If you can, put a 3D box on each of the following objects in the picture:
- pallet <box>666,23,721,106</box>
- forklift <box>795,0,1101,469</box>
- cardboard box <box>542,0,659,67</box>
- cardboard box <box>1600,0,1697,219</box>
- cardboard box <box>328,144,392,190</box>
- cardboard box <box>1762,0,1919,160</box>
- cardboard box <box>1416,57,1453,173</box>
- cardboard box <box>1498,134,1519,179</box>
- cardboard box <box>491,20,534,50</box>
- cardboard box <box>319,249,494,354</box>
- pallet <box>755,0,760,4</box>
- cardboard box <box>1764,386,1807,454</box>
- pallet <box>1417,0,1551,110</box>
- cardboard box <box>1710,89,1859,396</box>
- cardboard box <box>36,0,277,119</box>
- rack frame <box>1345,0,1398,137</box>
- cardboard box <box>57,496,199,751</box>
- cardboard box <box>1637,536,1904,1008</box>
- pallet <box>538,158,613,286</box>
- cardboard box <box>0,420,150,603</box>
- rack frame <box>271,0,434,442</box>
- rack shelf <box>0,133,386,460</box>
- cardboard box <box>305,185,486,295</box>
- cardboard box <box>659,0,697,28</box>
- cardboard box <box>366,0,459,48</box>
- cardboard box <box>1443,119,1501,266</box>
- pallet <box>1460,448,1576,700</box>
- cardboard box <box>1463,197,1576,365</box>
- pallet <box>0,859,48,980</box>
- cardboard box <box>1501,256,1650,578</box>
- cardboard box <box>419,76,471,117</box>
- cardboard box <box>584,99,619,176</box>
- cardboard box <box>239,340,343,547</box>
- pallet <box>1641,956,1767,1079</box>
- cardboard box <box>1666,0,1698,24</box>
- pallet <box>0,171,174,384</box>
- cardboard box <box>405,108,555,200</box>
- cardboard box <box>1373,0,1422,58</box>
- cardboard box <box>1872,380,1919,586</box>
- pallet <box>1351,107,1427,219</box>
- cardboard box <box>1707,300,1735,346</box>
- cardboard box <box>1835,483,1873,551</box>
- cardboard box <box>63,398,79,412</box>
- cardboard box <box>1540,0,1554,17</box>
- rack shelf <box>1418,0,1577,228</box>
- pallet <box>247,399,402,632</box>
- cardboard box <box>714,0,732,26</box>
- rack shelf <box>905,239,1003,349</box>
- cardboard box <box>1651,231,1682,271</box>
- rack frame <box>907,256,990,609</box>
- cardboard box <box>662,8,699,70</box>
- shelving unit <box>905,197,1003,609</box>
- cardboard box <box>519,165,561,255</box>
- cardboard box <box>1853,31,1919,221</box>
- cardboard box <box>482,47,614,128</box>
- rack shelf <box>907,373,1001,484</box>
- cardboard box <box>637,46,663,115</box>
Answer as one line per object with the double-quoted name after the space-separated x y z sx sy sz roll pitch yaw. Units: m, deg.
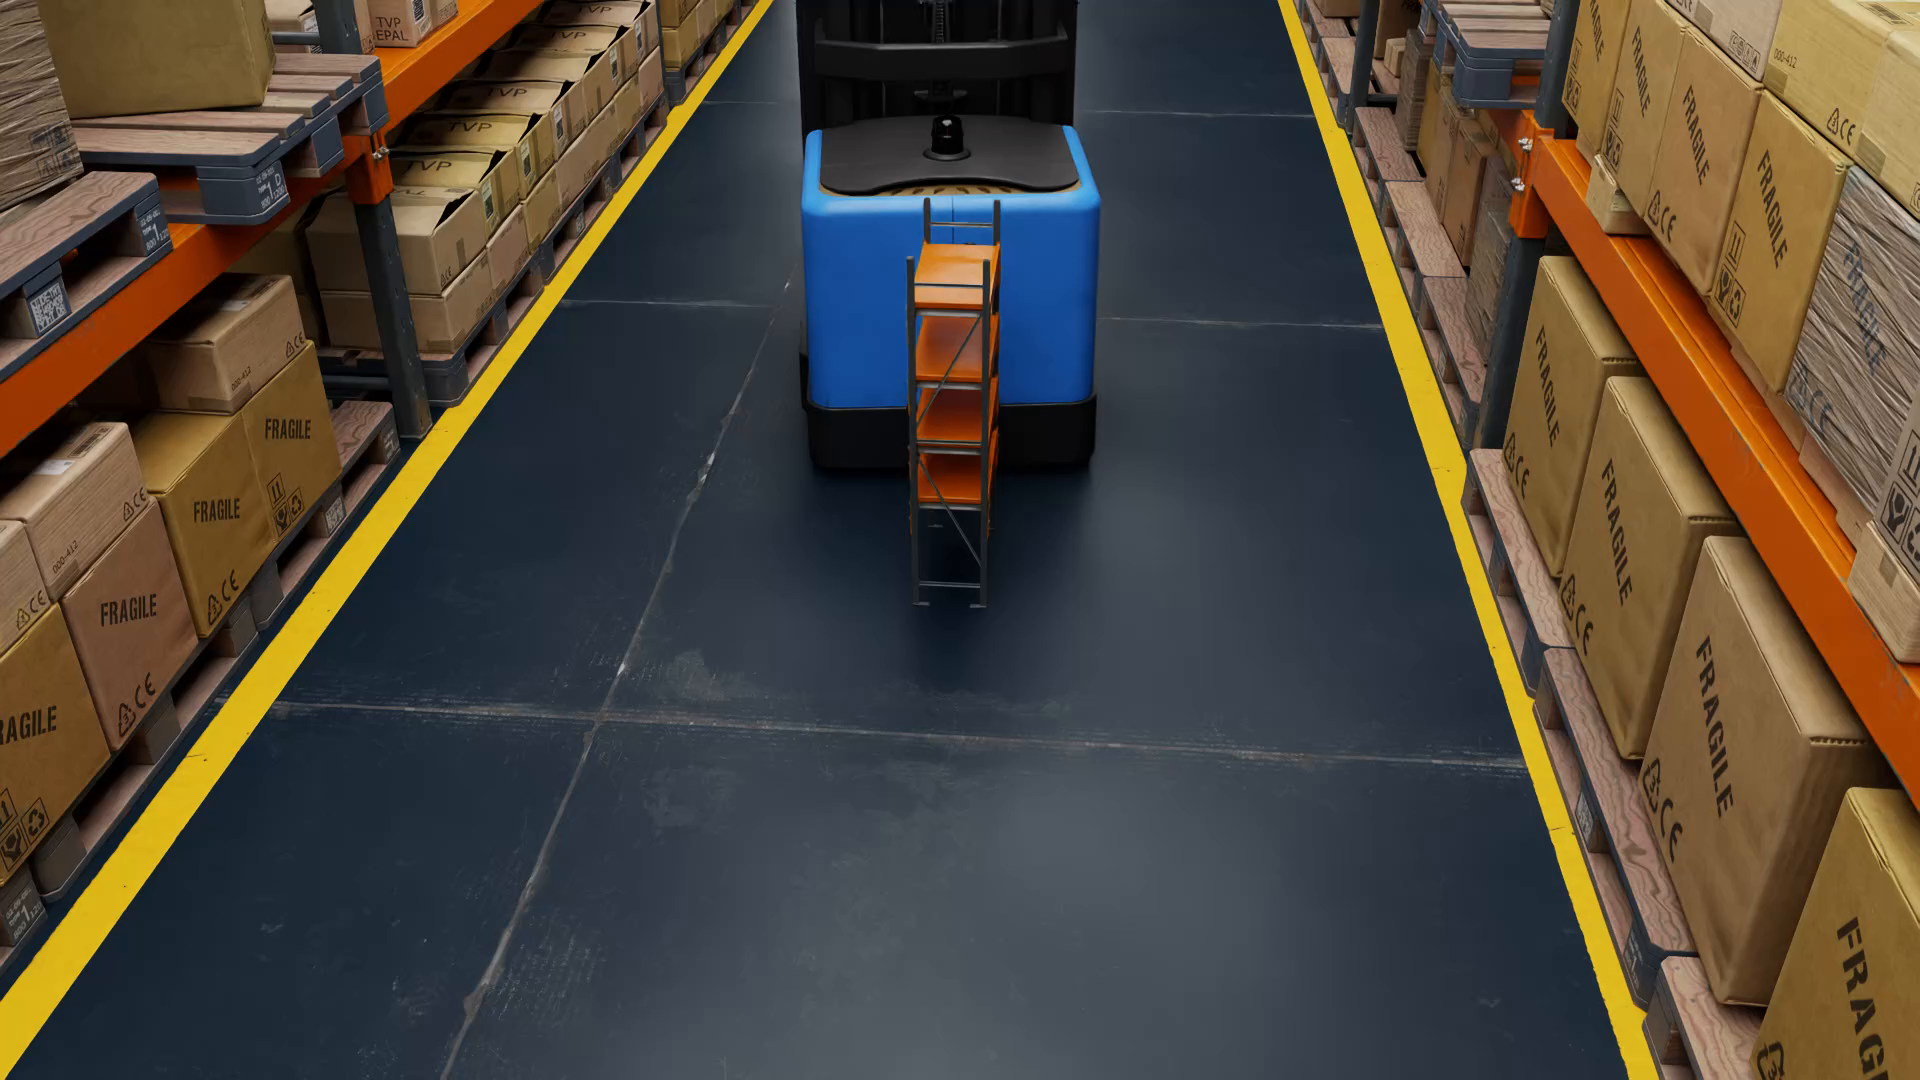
-2.118 -3.025 10.458 1.003 0.211 1.213 2 32 4 "pallet"
-0.105 -2.250 6.607 1.130 2.935 3.031 -2 32 -3 "forklift"
-1.972 -2.821 9.155 0.500 0.311 0.500 2 32 4 "cardboard box"
2.041 -1.158 4.372 0.500 0.500 0.500 3 32 6 "cardboard box"
-2.717 -1.510 7.027 0.500 0.311 0.500 2 32 3 "cardboard box"
1.978 -0.958 3.332 0.500 0.250 0.500 2 32 3 "cardboard box"
2.678 -2.054 8.187 0.700 0.500 0.500 2 32 3 "cardboard box"
2.503 -1.614 6.758 0.500 0.250 0.500 3 32 5 "cardboard box"
-2.552 -2.578 8.761 0.500 0.311 0.500 2 32 3 "cardboard box"
-2.215 -0.976 6.696 0.500 0.250 0.500 2 32 4 "cardboard box"
-1.919 -4.301 12.528 1.003 0.211 1.213 2 32 4 "pallet"
1.987 -0.297 3.593 0.380 0.149 0.250 3 32 6 "cardboard box"
2.339 -1.793 5.982 1.213 0.211 1.003 2 32 4 "pallet"
1.965 -0.626 3.509 0.500 0.500 0.500 3 32 5 "cardboard box"
-2.489 -1.594 4.982 0.700 0.500 0.500 -8 33 -13 "cardboard box"
2.713 -3.589 8.714 1.000 3.000 0.127 2 32 4 "rack frame"
-2.471 0.215 4.506 0.500 0.500 0.500 1 32 2 "cardboard box"
2.054 0.521 3.695 0.750 0.750 0.750 3 32 5 "cardboard box"
-2.342 -1.585 8.120 1.003 0.211 1.213 2 32 4 "pallet"
-2.472 -0.085 4.278 0.500 0.250 0.500 2 32 3 "cardboard box"
-2.550 -1.707 5.660 1.000 3.000 0.127 2 32 4 "rack frame"
-2.713 -0.355 4.152 1.077 0.370 4.000 2 32 4 "rack shelf"
-2.215 -1.215 6.548 0.500 0.311 0.500 3 32 6 "cardboard box"
-1.875 -3.355 9.841 0.500 0.500 0.500 2 32 4 "cardboard box"
-2.284 -2.128 6.429 0.500 0.311 0.500 2 32 3 "cardboard box"
2.564 -1.524 7.328 0.700 0.500 0.500 2 32 4 "cardboard box"
2.248 0.099 5.388 1.003 0.211 1.213 2 32 4 "pallet"
2.394 -0.999 6.475 0.700 0.500 0.500 3 32 5 "cardboard box"
-2.847 1.145 3.691 1.003 0.211 1.213 2 32 4 "pallet"
2.197 -0.382 5.159 0.750 0.750 0.750 2 32 3 "cardboard box"
-2.630 -2.036 7.880 0.500 0.311 0.500 3 32 5 "cardboard box"
-2.054 -2.045 8.430 0.500 0.250 0.500 3 32 5 "cardboard box"
-2.392 -0.331 5.391 0.500 0.500 0.500 4 32 6 "cardboard box"
2.049 1.375 3.318 1.003 0.211 1.213 2 32 4 "pallet"
2.050 -1.487 4.190 0.500 0.250 0.500 2 32 3 "cardboard box"
-2.704 -0.608 4.060 1.003 0.211 1.213 2 32 4 "pallet"
-2.137 -1.757 7.427 0.500 0.311 0.500 2 32 3 "cardboard box"
2.758 -3.256 10.138 0.500 0.500 0.500 0 32 0 "cardboard box"
1.880 -0.102 2.659 0.500 0.500 0.500 3 32 4 "cardboard box"
2.651 -1.994 8.785 1.003 0.211 1.213 2 32 4 "pallet"
2.053 -0.562 4.024 0.380 0.149 0.250 3 32 5 "cardboard box"
1.919 -0.028 3.157 0.380 0.149 0.250 2 32 4 "cardboard box"
-2.909 -0.330 5.390 0.500 0.500 0.500 1 32 2 "cardboard box"
2.416 -1.973 5.578 0.700 0.500 0.500 -1 32 -2 "cardboard box"
2.550 -2.237 7.206 1.077 0.370 4.000 2 32 4 "rack shelf"
-2.649 -0.131 5.761 1.003 0.211 1.213 2 32 4 "pallet"
-1.793 -3.558 10.886 0.500 0.250 0.500 2 32 4 "cardboard box"
-0.013 -0.759 5.089 0.258 0.148 0.480 2 32 4 "rack shelf"
2.097 -0.833 4.463 0.380 0.149 0.250 2 32 3 "cardboard box"
-0.033 -0.297 5.088 0.240 1.200 0.015 2 32 4 "rack frame"
-1.885 -3.036 10.038 0.500 0.250 0.500 2 32 4 "cardboard box"
-0.013 -0.424 5.295 0.258 1.200 0.503 2 32 4 "shelving unit"
-2.138 -1.511 7.564 0.500 0.250 0.500 2 32 3 "cardboard box"
1.938 -0.691 2.900 0.500 0.250 0.500 3 32 5 "cardboard box"
-2.051 -2.288 8.290 0.500 0.311 0.500 2 32 4 "cardboard box"
-0.013 -0.367 5.330 0.258 0.148 0.480 2 32 4 "rack shelf"
-1.969 -2.577 9.294 0.500 0.250 0.500 2 32 4 "cardboard box"
